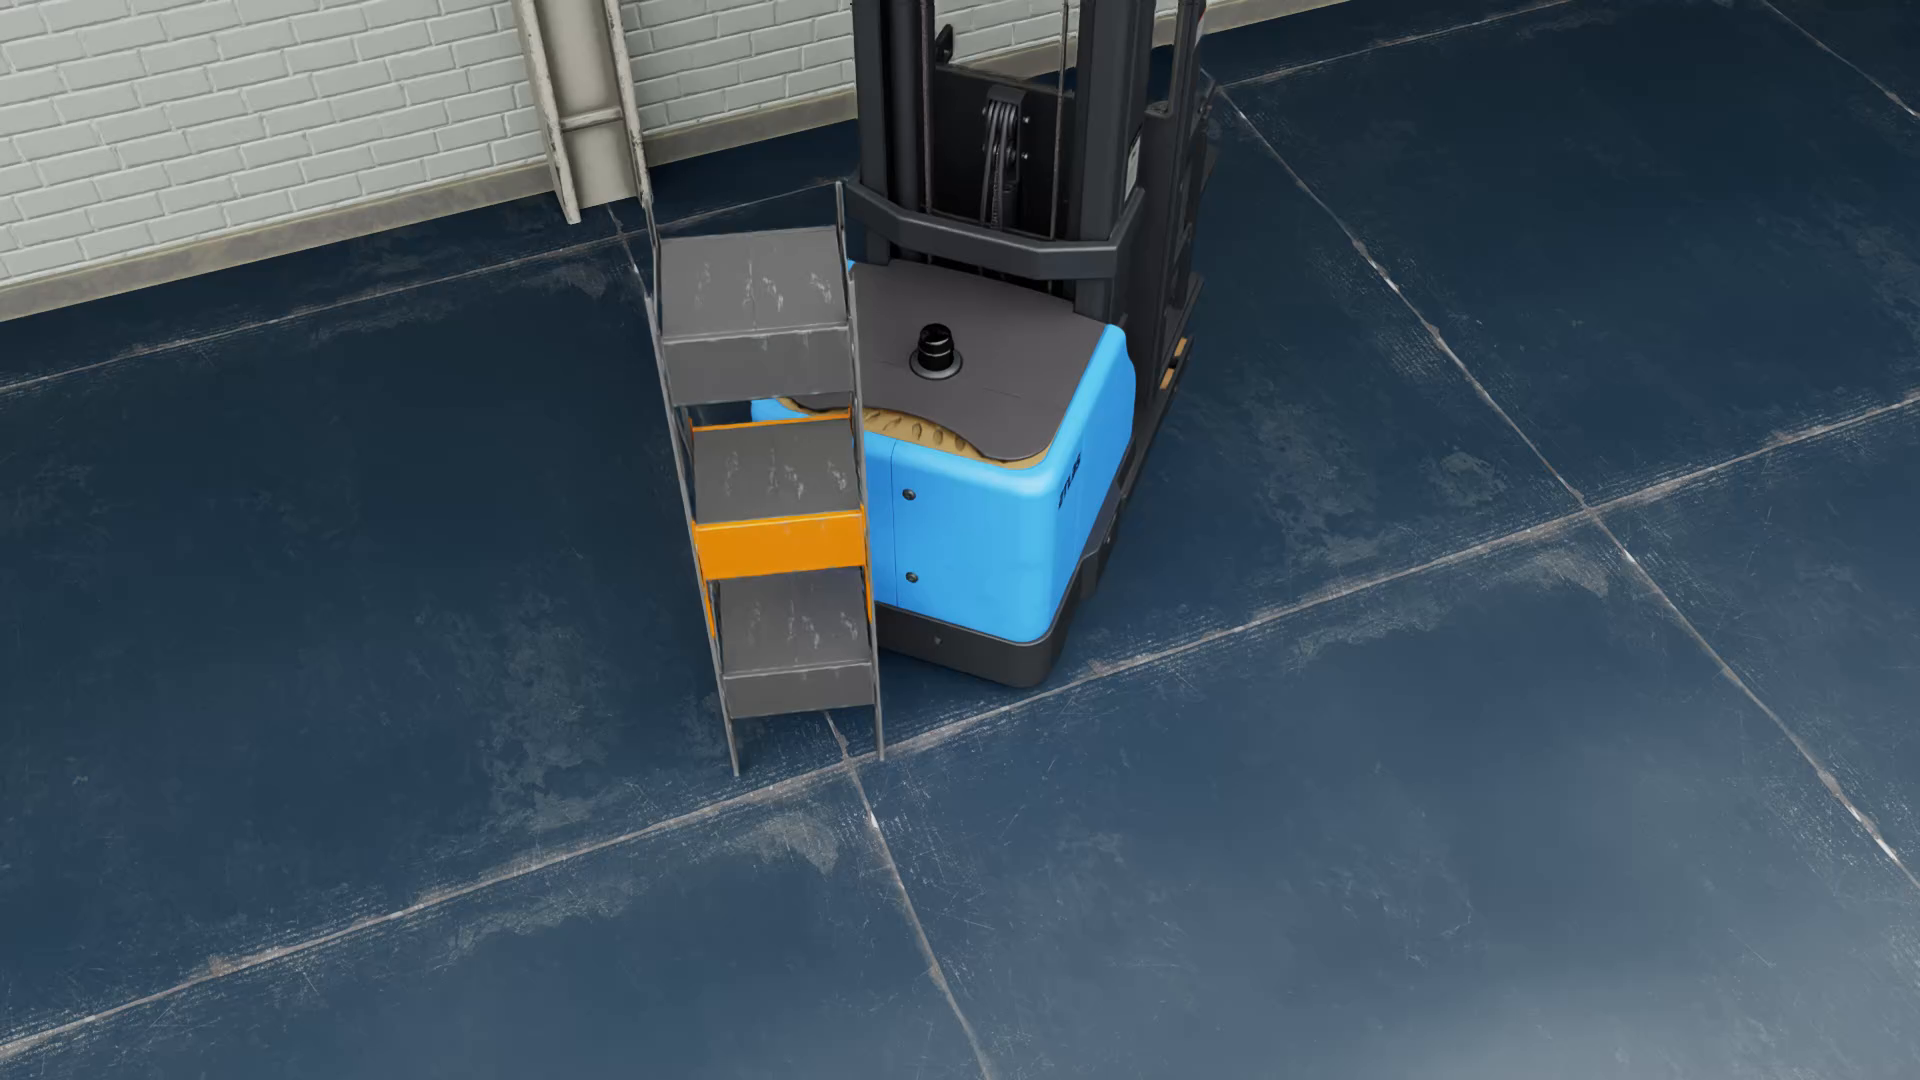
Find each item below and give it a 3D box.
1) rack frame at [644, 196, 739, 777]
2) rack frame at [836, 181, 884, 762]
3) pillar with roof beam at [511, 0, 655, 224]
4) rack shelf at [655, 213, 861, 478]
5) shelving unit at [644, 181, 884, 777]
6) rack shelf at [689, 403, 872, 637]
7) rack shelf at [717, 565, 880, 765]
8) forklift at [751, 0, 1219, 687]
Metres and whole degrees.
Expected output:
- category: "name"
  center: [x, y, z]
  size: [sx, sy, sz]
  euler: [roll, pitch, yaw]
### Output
- category: "rack frame"
  center: [-0.772, -0.041, 4.901]
  size: [0.015, 2.100, 0.400]
  euler: [-6, 50, -5]
- category: "rack frame"
  center: [-0.287, -0.088, 4.941]
  size: [0.015, 2.100, 0.400]
  euler: [-6, 50, -5]
- category: "pillar with roof beam"
  center: [-0.003, -1.489, 1.597]
  size: [0.400, 9.000, 9.100]
  euler: [-17, 52, -14]
- category: "rack shelf"
  center: [-0.529, -0.511, 4.400]
  size: [0.480, 0.518, 0.431]
  euler: [-6, 50, -5]
- category: "shelving unit"
  center: [-0.529, -0.064, 4.921]
  size: [0.503, 2.100, 0.431]
  euler: [-6, 50, -5]
- category: "rack shelf"
  center: [-0.529, -0.055, 4.931]
  size: [0.480, 0.518, 0.431]
  euler: [-6, 50, -5]
- category: "rack shelf"
  center: [-0.529, 0.401, 5.463]
  size: [0.480, 0.518, 0.431]
  euler: [-6, 50, -5]
- category: "forklift"
  center: [0.314, -1.593, 5.686]
  size: [1.130, 2.935, 3.031]
  euler: [16, 51, 13]
